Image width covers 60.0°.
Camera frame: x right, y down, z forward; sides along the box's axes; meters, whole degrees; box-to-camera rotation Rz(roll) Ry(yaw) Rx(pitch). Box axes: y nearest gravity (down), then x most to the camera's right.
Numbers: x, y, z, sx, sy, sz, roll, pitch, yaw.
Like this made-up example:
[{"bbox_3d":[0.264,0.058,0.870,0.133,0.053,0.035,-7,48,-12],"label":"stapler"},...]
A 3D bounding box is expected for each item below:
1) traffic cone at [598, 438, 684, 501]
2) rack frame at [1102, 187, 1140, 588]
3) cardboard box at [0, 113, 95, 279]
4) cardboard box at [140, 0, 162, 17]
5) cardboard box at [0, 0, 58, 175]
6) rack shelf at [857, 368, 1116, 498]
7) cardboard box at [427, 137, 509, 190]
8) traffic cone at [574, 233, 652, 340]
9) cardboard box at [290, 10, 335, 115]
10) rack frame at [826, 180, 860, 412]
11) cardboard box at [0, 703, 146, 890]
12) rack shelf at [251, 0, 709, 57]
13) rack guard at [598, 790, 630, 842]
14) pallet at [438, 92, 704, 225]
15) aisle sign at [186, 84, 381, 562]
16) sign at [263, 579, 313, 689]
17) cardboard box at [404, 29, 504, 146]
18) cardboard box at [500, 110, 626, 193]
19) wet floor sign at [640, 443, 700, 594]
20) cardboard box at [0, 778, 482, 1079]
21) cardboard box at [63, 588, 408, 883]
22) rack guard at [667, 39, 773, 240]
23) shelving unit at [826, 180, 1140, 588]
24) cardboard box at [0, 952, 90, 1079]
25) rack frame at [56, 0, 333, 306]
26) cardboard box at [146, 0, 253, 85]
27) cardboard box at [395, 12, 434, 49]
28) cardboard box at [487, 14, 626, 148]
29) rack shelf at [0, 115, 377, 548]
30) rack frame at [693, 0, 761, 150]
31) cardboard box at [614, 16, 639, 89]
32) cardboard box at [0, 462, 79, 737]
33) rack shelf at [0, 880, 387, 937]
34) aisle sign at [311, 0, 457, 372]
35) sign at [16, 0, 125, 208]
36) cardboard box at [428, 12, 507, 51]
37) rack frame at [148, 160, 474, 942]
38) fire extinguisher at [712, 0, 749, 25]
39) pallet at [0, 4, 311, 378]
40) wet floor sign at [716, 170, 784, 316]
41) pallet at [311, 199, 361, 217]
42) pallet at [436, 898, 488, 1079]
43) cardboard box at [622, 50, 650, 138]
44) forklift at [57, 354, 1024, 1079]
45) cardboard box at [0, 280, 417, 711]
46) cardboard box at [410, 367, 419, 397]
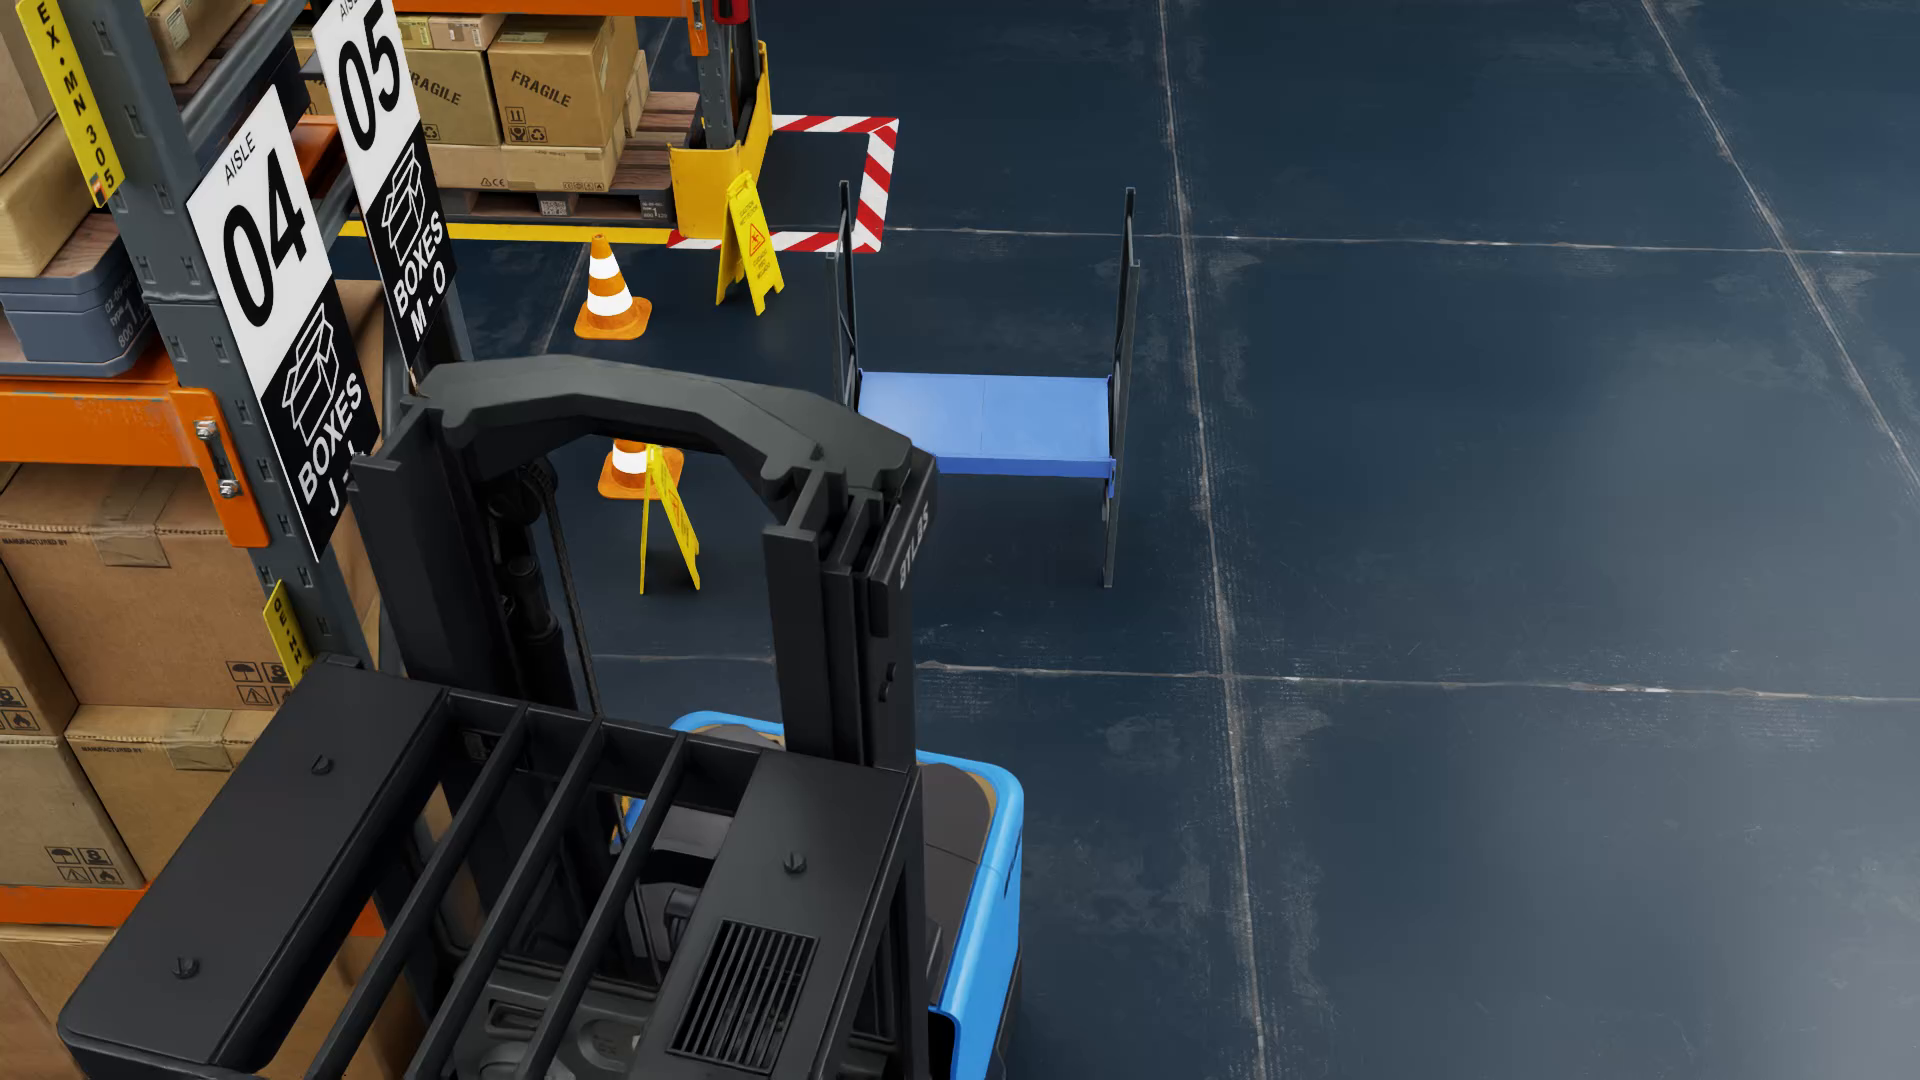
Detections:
[{"bbox_3d":[-1.350,-0.449,6.892,0.334,0.463,0.336,2,43,2],"label":"traffic cone"},{"bbox_3d":[0.593,-0.531,6.219,0.032,1.500,0.500,2,43,2],"label":"rack frame"},{"bbox_3d":[-1.621,-0.610,2.806,0.250,0.149,0.380,2,43,2],"label":"cardboard box"},{"bbox_3d":[-1.745,-1.166,3.111,0.500,0.250,0.500,2,43,2],"label":"cardboard box"},{"bbox_3d":[-1.776,-0.801,2.719,0.500,0.250,0.500,2,43,2],"label":"cardboard box"},{"bbox_3d":[0.085,-0.415,6.359,1.000,0.185,0.538,2,43,2],"label":"rack shelf"},{"bbox_3d":[-2.489,-2.019,8.426,0.500,0.250,0.500,2,43,2],"label":"cardboard box"},{"bbox_3d":[-1.640,-1.215,7.715,0.334,0.463,0.336,2,43,2],"label":"traffic cone"},{"bbox_3d":[-2.989,-2.311,8.190,0.500,0.500,0.500,1,43,1],"label":"cardboard box"},{"bbox_3d":[-0.423,-0.562,6.253,0.032,1.500,0.500,2,43,2],"label":"rack frame"},{"bbox_3d":[-2.197,0.328,4.087,0.550,0.550,0.875,2,43,2],"label":"cardboard box"},{"bbox_3d":[-3.150,-2.807,8.090,4.000,0.370,1.077,2,43,2],"label":"rack shelf"},{"bbox_3d":[-1.250,1.281,5.008,0.348,0.500,1.175,2,43,2],"label":"rack guard"},{"bbox_3d":[-2.038,-2.039,8.784,1.213,0.211,1.003,2,43,2],"label":"pallet"},{"bbox_3d":[-1.217,-0.379,3.049,0.004,0.787,0.394,2,43,2],"label":"aisle sign"},{"bbox_3d":[-1.312,0.224,3.286,0.005,0.325,0.100,2,43,2],"label":"sign"},{"bbox_3d":[-2.486,-2.291,8.168,0.500,0.500,0.500,3,43,3],"label":"cardboard box"},{"bbox_3d":[-1.996,-1.998,8.404,0.500,0.250,0.500,2,43,2],"label":"cardboard box"},{"bbox_3d":[-1.156,-0.121,6.406,0.232,0.644,0.267,-5,43,-5],"label":"wet floor sign"},{"bbox_3d":[-1.954,1.013,4.712,0.875,0.875,0.875,2,43,2],"label":"cardboard box"},{"bbox_3d":[-1.647,0.330,4.085,0.550,0.550,0.875,2,43,2],"label":"cardboard box"},{"bbox_3d":[-1.228,-2.096,8.633,0.348,0.500,1.175,2,43,2],"label":"rack guard"},{"bbox_3d":[0.085,-0.546,6.236,1.048,1.500,0.538,2,43,2],"label":"shelving unit"},{"bbox_3d":[-2.834,0.988,4.740,0.875,0.875,0.875,1,43,1],"label":"cardboard box"},{"bbox_3d":[-1.274,-1.830,2.112,0.127,3.000,1.000,2,43,2],"label":"rack frame"},{"bbox_3d":[-1.602,-1.059,3.289,0.250,0.149,0.380,2,43,2],"label":"cardboard box"},{"bbox_3d":[-2.585,-2.490,7.906,0.250,0.149,0.380,2,43,3],"label":"cardboard box"},{"bbox_3d":[-1.964,-2.277,8.153,0.500,0.500,0.500,2,43,2],"label":"cardboard box"},{"bbox_3d":[-3.272,-0.530,3.446,4.000,0.370,1.077,2,43,2],"label":"rack shelf"},{"bbox_3d":[-1.152,-3.008,7.779,0.127,3.000,1.000,2,43,2],"label":"rack frame"},{"bbox_3d":[-1.969,-2.644,8.546,0.500,0.500,0.500,0,43,0],"label":"cardboard box"},{"bbox_3d":[-2.197,-0.076,3.729,0.550,0.550,0.875,2,43,2],"label":"cardboard box"},{"bbox_3d":[-3.272,0.567,4.468,4.000,0.370,1.077,2,43,2],"label":"rack shelf"},{"bbox_3d":[-1.190,-0.788,3.488,0.004,0.787,0.394,2,43,2],"label":"aisle sign"},{"bbox_3d":[-1.312,-0.658,2.464,0.005,0.325,0.100,2,43,2],"label":"sign"},{"bbox_3d":[-2.334,-2.480,7.895,0.250,0.149,0.380,3,43,3],"label":"cardboard box"},{"bbox_3d":[-1.274,0.365,4.157,0.127,3.000,1.000,2,43,2],"label":"rack frame"},{"bbox_3d":[-1.058,-2.663,7.465,0.183,0.674,0.296,2,43,2],"label":"fire extinguisher"},{"bbox_3d":[-2.016,-0.715,3.182,1.213,0.211,1.003,2,43,2],"label":"pallet"},{"bbox_3d":[-1.010,-1.413,7.793,0.232,0.644,0.267,16,45,16],"label":"wet floor sign"},{"bbox_3d":[-3.253,-2.079,8.827,1.213,0.211,1.003,2,43,2],"label":"pallet"},{"bbox_3d":[-2.076,1.414,5.077,1.213,0.211,1.003,2,43,2],"label":"pallet"},{"bbox_3d":[-1.945,-2.369,8.802,0.500,0.250,0.500,1,43,2],"label":"cardboard box"},{"bbox_3d":[-0.660,1.233,3.276,1.130,2.935,3.031,9,44,10],"label":"forklift"},{"bbox_3d":[-1.643,-0.122,3.779,0.550,0.550,0.875,2,43,2],"label":"cardboard box"},{"bbox_3d":[-2.552,-0.630,7.317,0.250,0.149,0.380,24,48,23],"label":"cardboard box"}]
